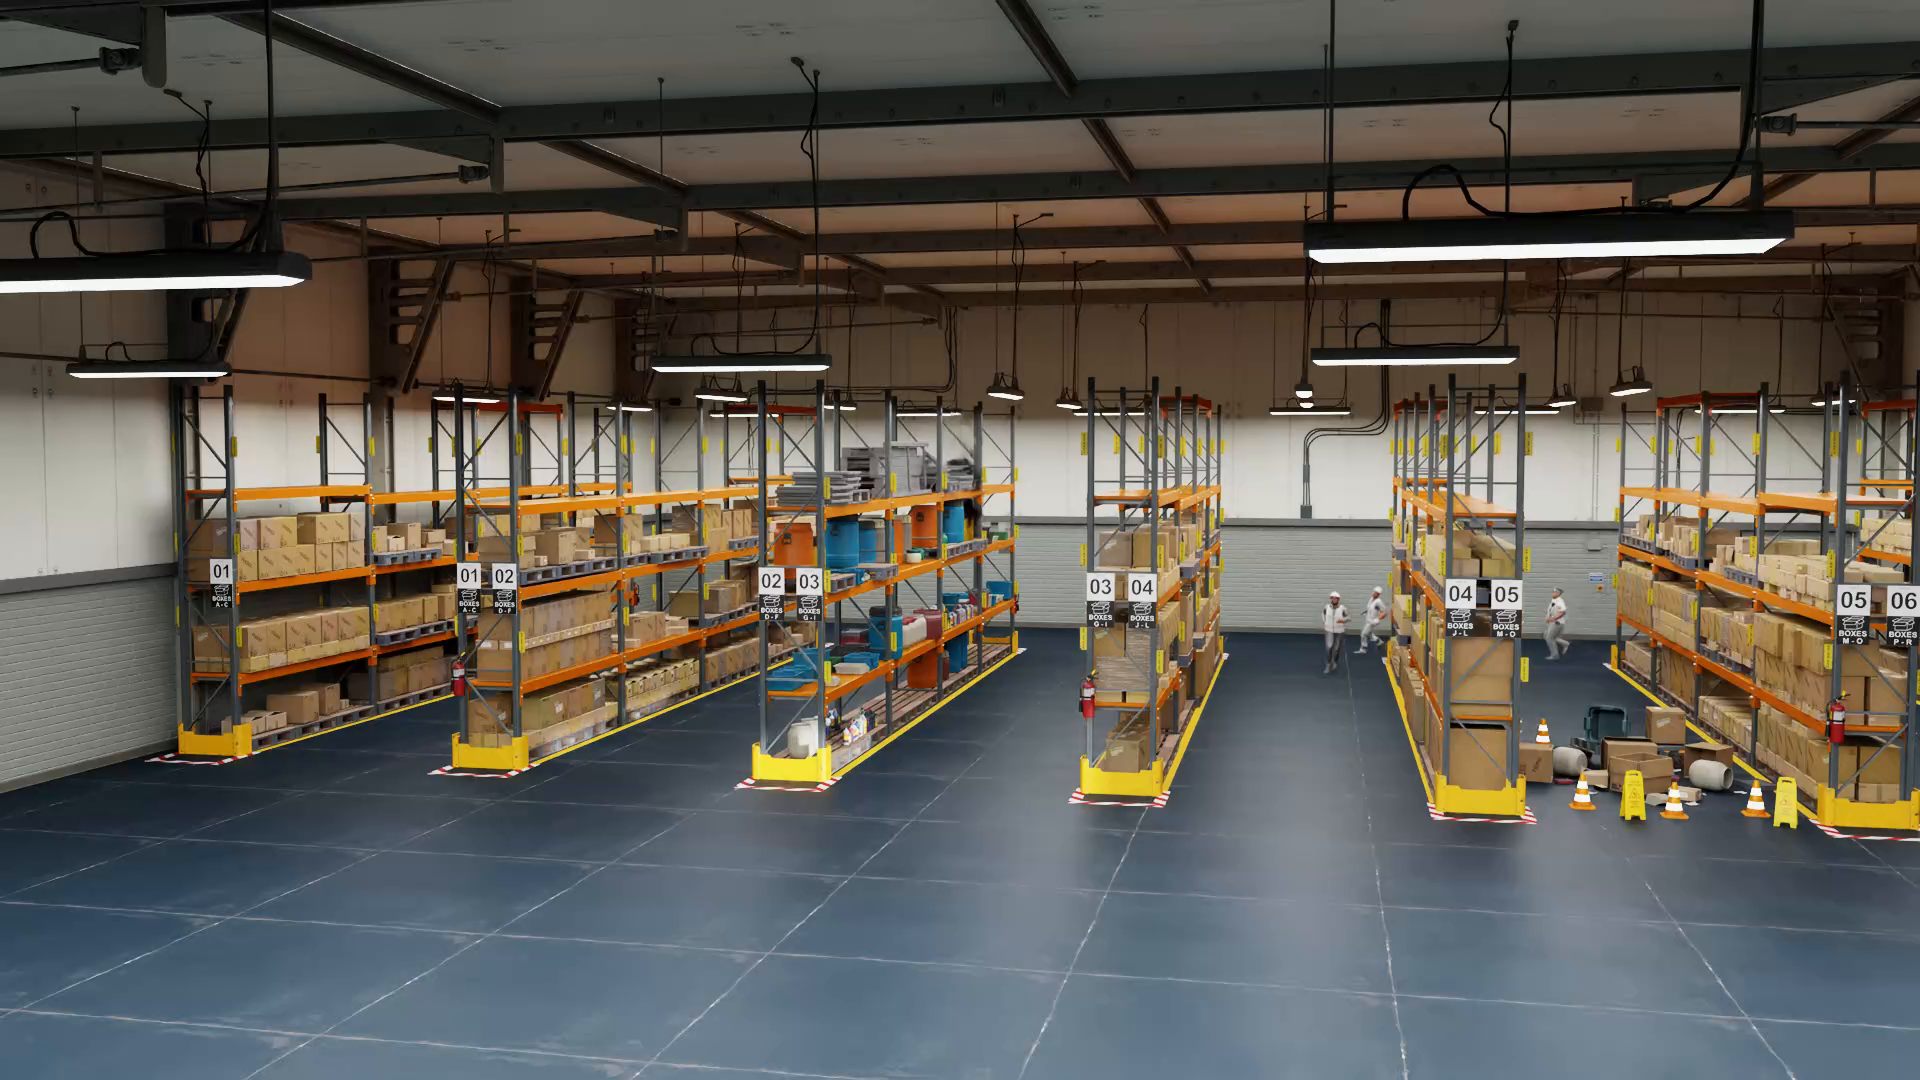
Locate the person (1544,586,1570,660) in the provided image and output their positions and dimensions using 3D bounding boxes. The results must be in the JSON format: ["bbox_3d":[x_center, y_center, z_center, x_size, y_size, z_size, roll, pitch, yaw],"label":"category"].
[{"bbox_3d":[14.058,1.952,39.108,0.606,1.742,0.675,1,3,10],"label":"person"}]

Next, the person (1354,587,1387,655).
[{"bbox_3d":[9.959,1.934,39.771,0.746,1.680,0.831,-1,3,-17],"label":"person"}]

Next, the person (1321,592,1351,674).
[{"bbox_3d":[8.346,2.062,36.923,0.668,1.841,0.732,1,3,18],"label":"person"}]
